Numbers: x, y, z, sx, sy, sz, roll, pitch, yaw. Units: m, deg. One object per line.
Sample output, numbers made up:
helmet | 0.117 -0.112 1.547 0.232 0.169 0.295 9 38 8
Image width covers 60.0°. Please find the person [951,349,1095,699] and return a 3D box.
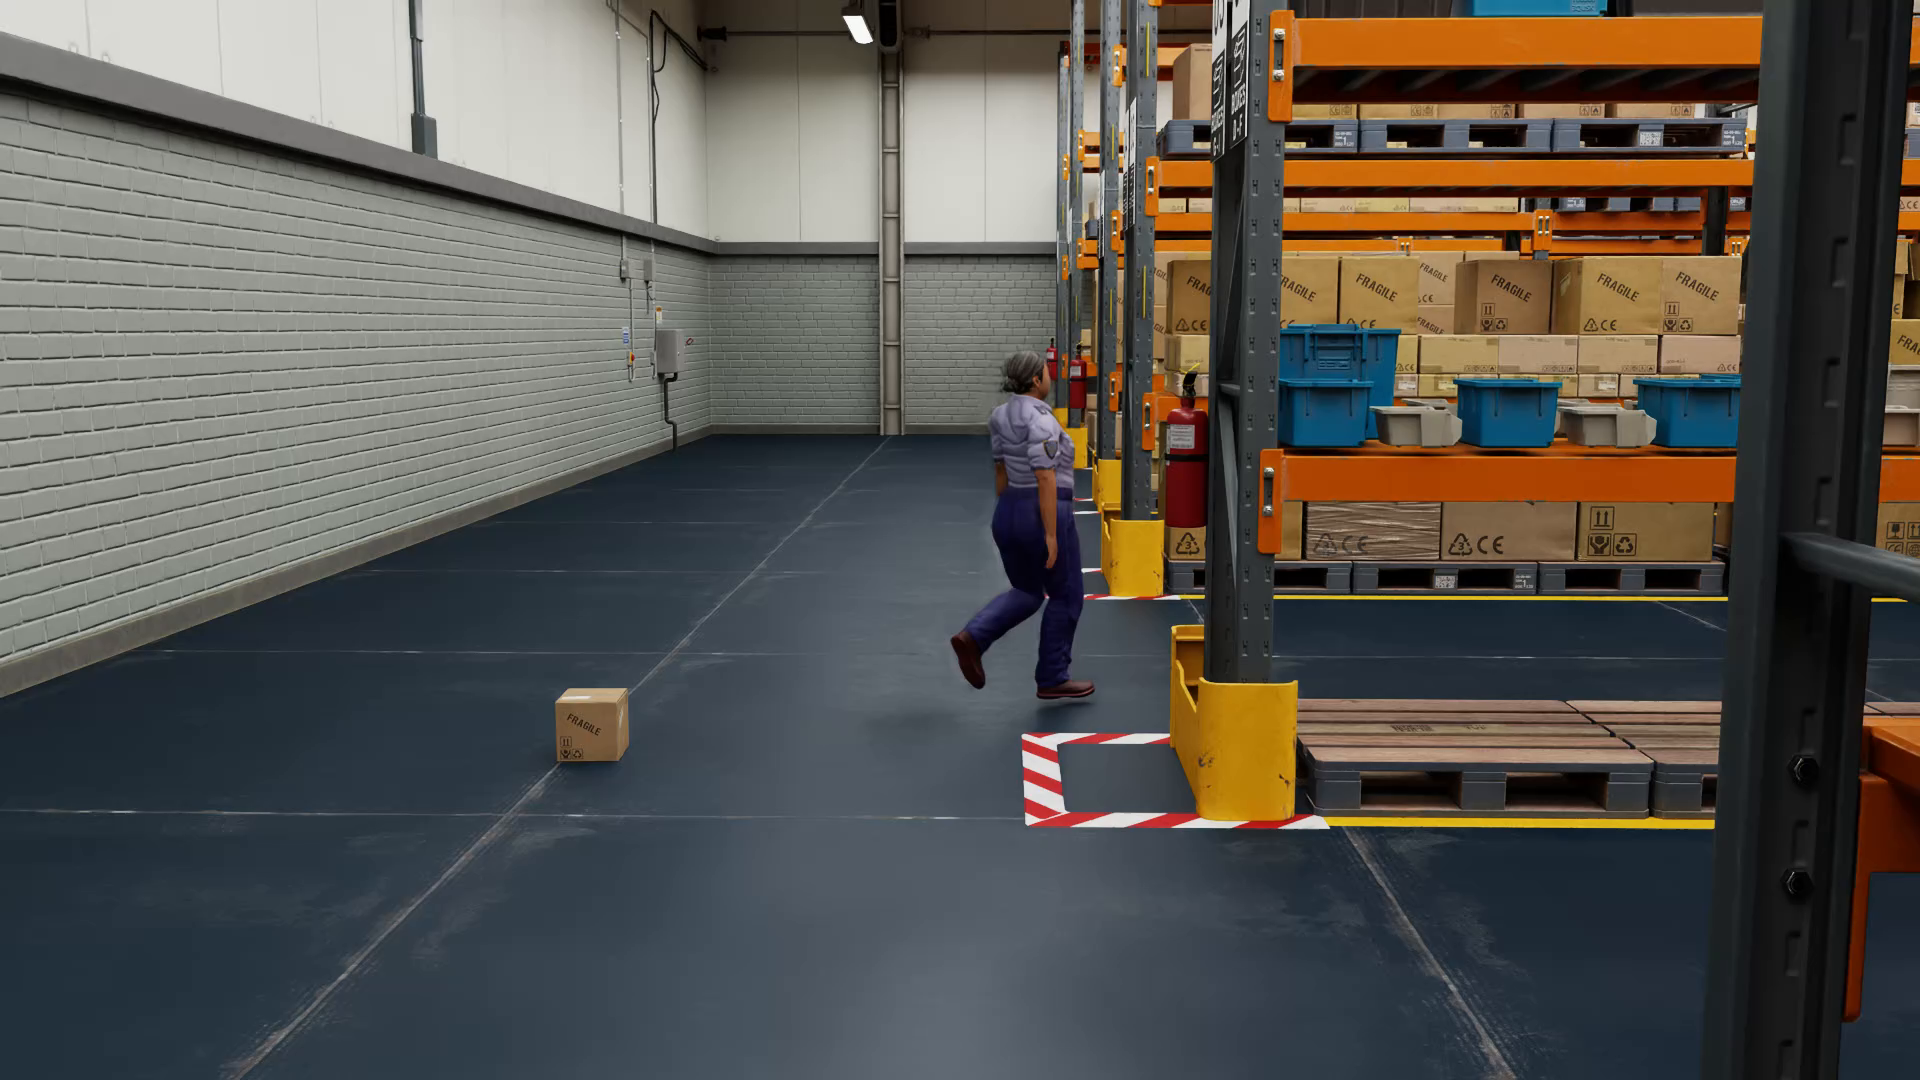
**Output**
person | 0.314 -0.067 7.679 0.642 1.618 0.498 -5 9 -32
